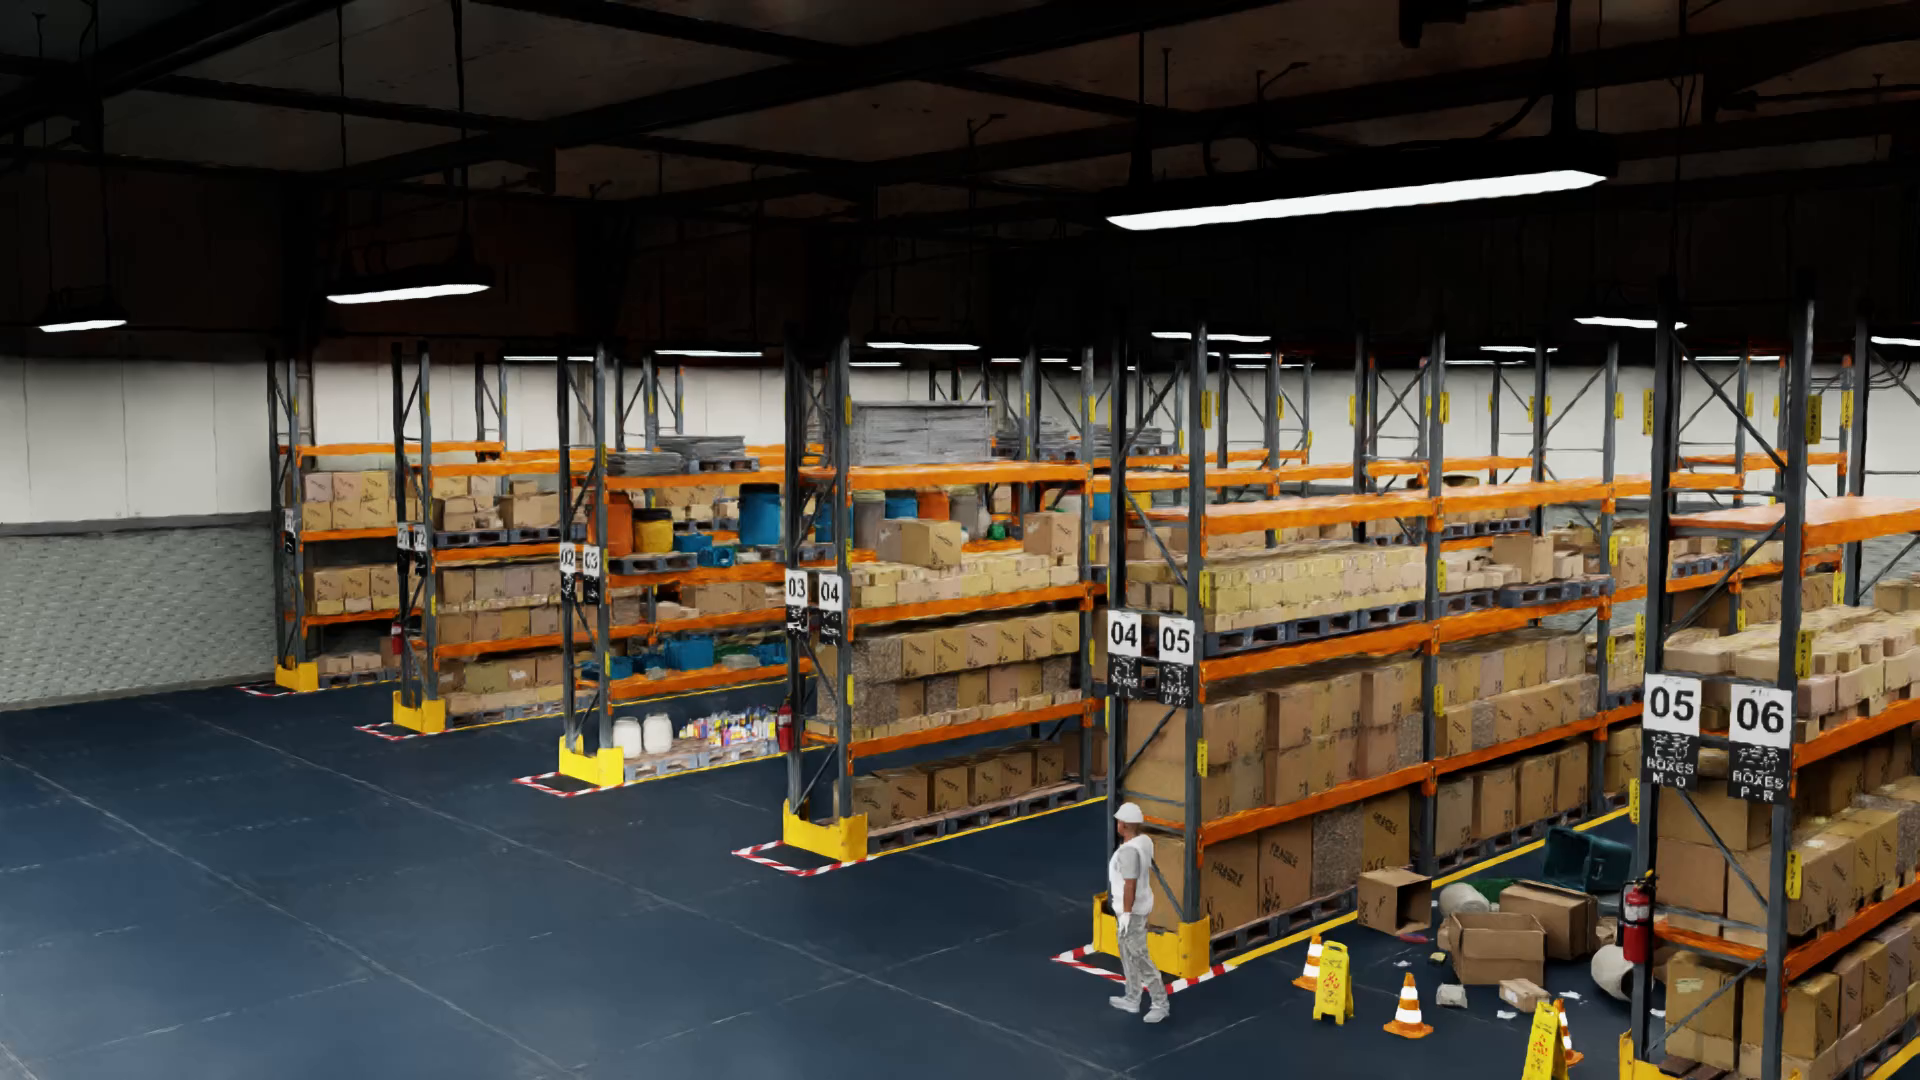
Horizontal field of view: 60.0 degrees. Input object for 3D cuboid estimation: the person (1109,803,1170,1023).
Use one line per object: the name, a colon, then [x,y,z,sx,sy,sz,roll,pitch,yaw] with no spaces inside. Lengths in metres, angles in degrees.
person: [1.502,3.086,13.900,0.557,1.779,0.659,1,5,17]

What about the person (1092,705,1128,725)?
person: [2.261,2.124,25.696,0.998,1.625,0.463,-5,7,-45]
